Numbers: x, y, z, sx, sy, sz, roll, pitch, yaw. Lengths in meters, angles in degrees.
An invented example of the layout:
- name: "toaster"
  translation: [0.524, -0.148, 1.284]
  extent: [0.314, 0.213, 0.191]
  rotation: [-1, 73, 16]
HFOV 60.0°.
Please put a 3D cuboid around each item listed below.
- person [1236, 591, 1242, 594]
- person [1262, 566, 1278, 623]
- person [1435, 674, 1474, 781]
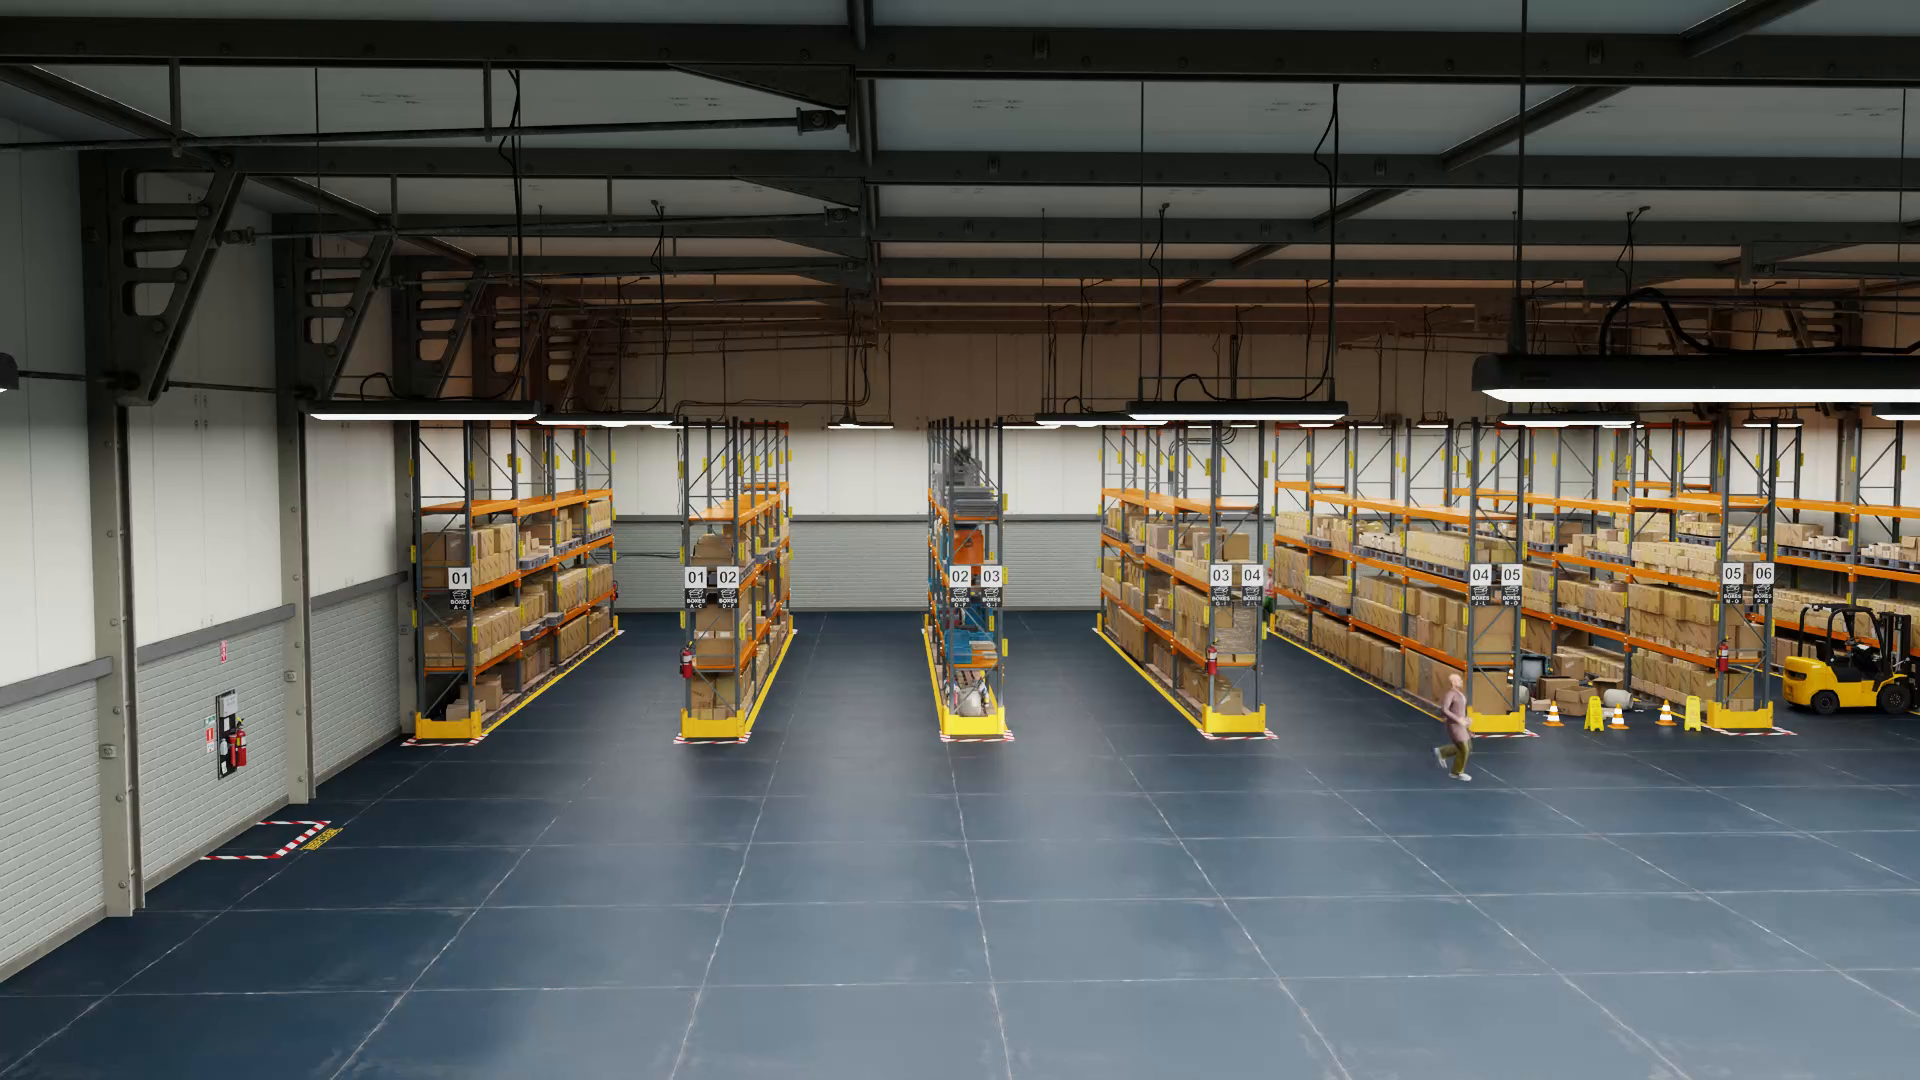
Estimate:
- name: "person"
  translation: [8.249, 1.679, 48.838]
  extent: [0.887, 1.723, 0.793]
  rotation: [0, 4, -3]
- name: "person"
  translation: [9.065, 1.666, 48.733]
  extent: [0.783, 1.806, 0.720]
  rotation: [-1, 4, -19]
- name: "person"
  translation: [8.135, 3.074, 27.442]
  extent: [0.653, 1.739, 0.712]
  rotation: [3, 5, 35]
